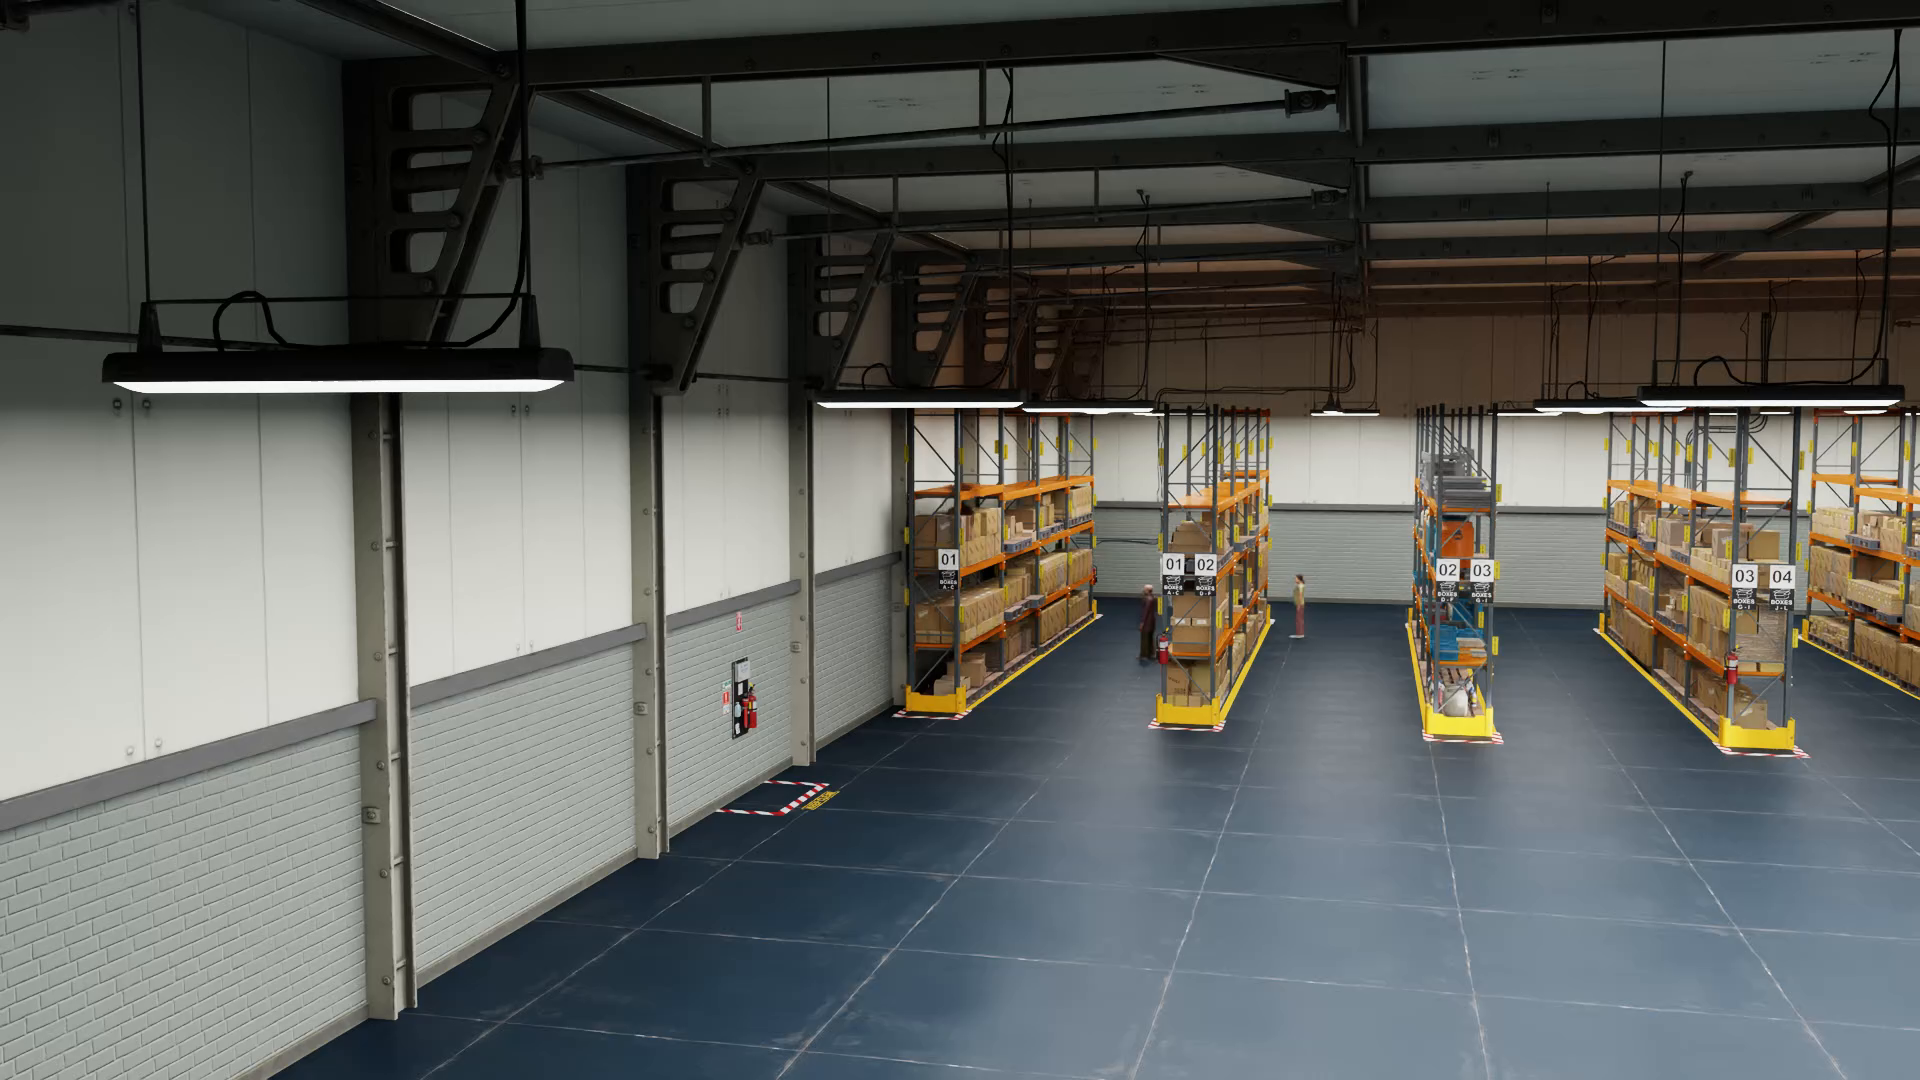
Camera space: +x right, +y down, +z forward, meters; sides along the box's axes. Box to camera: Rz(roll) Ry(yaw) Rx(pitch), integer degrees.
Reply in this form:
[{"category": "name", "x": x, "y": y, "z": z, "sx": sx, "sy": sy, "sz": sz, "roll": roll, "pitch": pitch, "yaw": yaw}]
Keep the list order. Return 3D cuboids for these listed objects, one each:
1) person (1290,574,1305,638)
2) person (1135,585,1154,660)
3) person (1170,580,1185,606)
[{"category": "person", "x": 8.815, "y": 1.716, "z": 43.420, "sx": 0.367, "sy": 1.674, "sz": 0.518, "roll": 1, "pitch": 4, "yaw": 11}, {"category": "person", "x": 4.387, "y": 1.956, "z": 39.501, "sx": 0.438, "sy": 1.794, "sz": 0.620, "roll": 1, "pitch": 4, "yaw": 18}, {"category": "person", "x": 6.729, "y": 1.221, "z": 49.791, "sx": 0.578, "sy": 1.749, "sz": 0.813, "roll": -4, "pitch": 6, "yaw": -41}]
